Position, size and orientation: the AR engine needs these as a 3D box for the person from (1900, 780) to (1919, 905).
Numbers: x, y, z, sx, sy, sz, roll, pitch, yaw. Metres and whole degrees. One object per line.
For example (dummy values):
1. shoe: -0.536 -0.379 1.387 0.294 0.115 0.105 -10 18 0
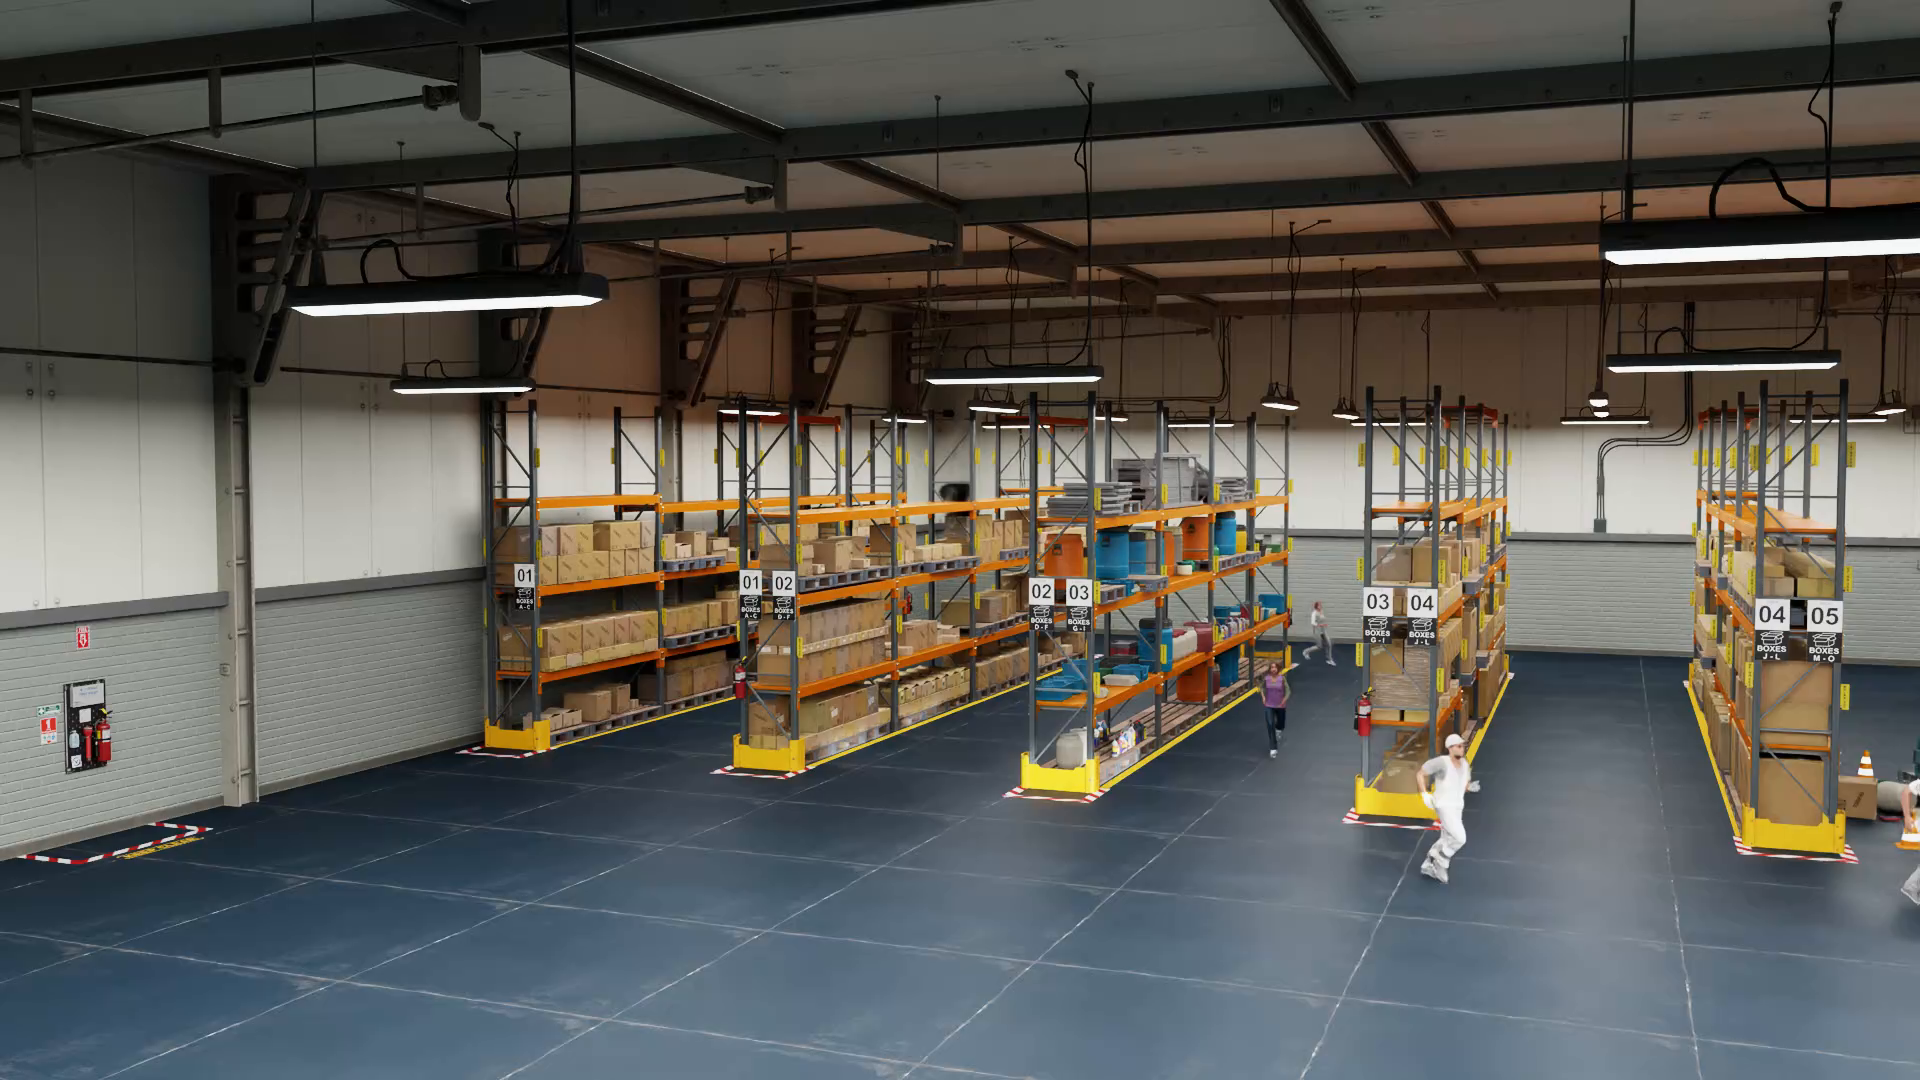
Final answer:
1. person: 10.704 3.234 18.196 0.686 1.829 0.875 -1 3 -21

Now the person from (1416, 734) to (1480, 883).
1. person: 5.747 3.149 19.512 0.647 1.750 0.735 -2 3 -35

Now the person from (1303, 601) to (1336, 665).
1. person: 8.671 2.258 40.299 0.781 1.572 0.569 3 4 43

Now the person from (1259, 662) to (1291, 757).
1. person: 5.351 2.849 28.249 0.520 1.579 0.926 0 3 9
